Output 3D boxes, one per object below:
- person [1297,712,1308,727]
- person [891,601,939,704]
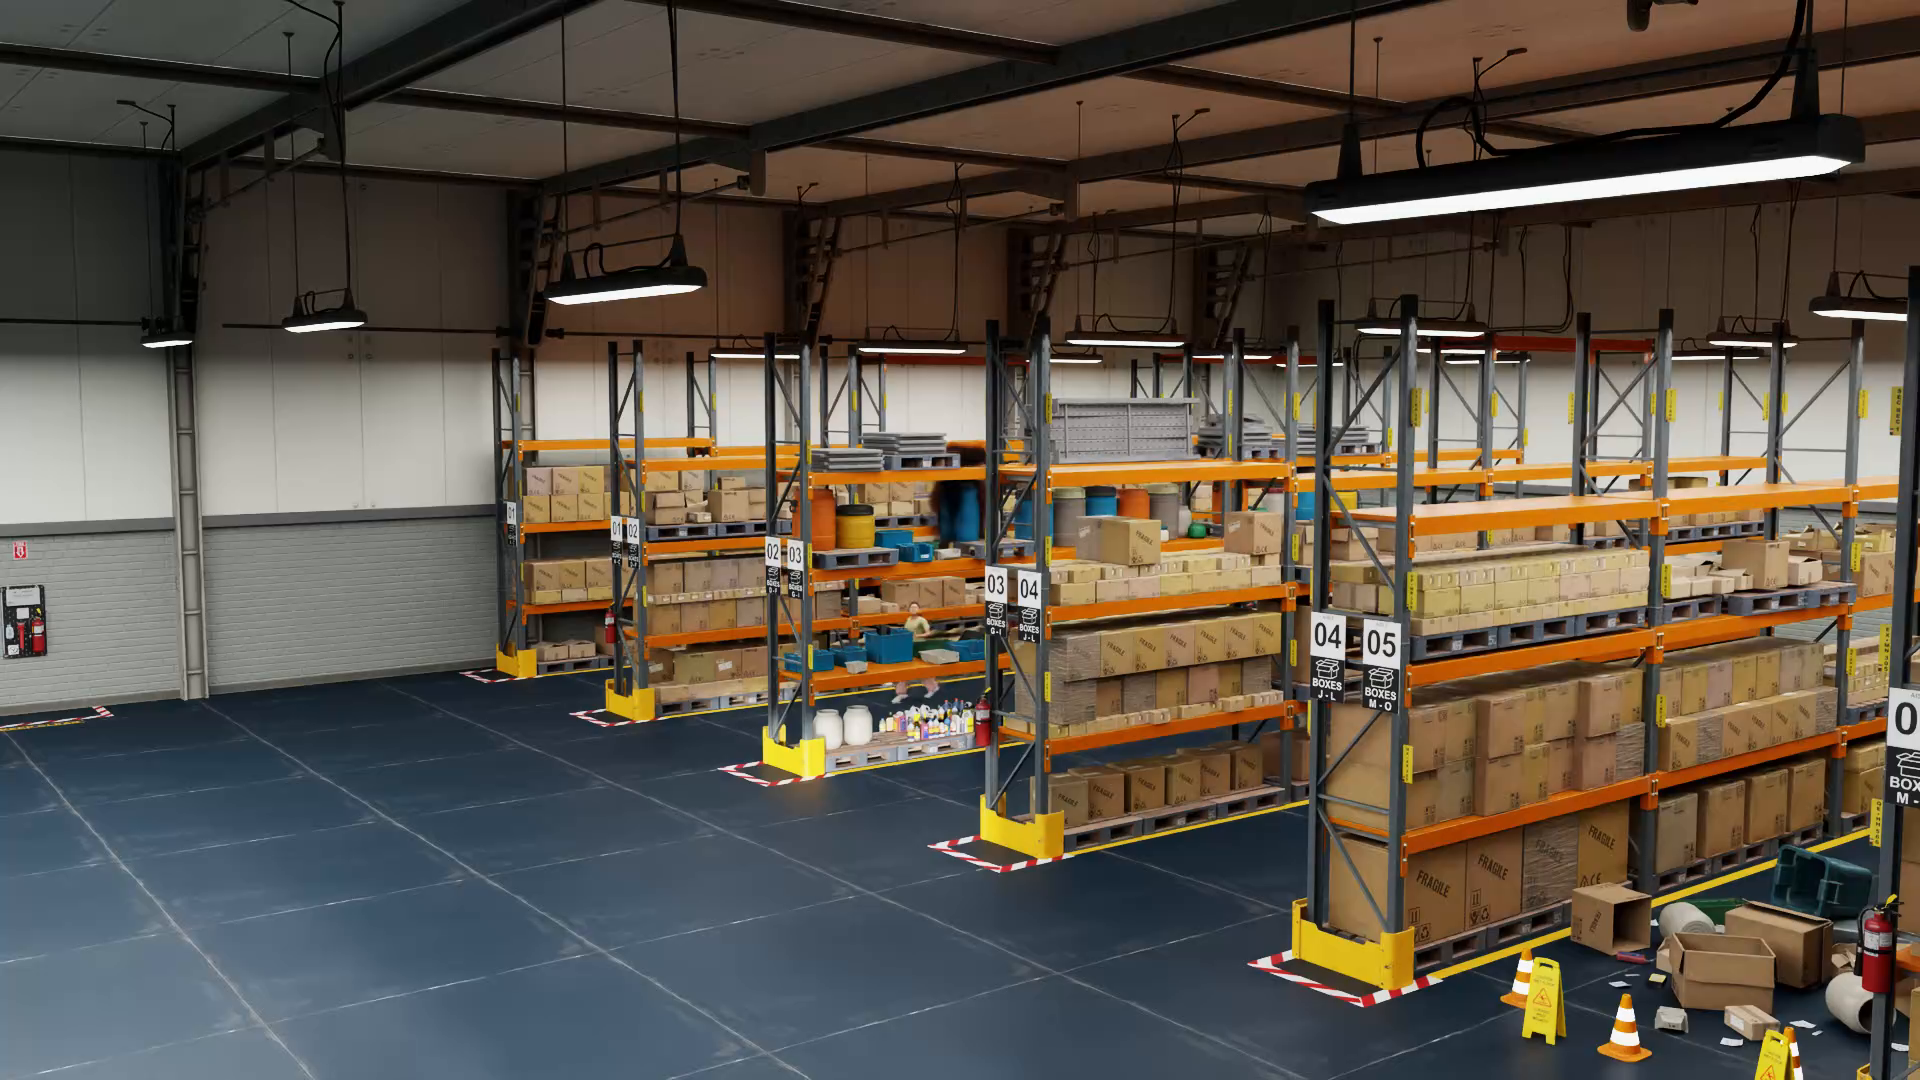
[{"bbox_3d":[5.063,2.186,24.116,0.380,1.730,0.601,5,7,43],"label":"person"},{"bbox_3d":[-0.752,1.875,27.857,0.830,1.700,0.623,-3,6,-32],"label":"person"}]
